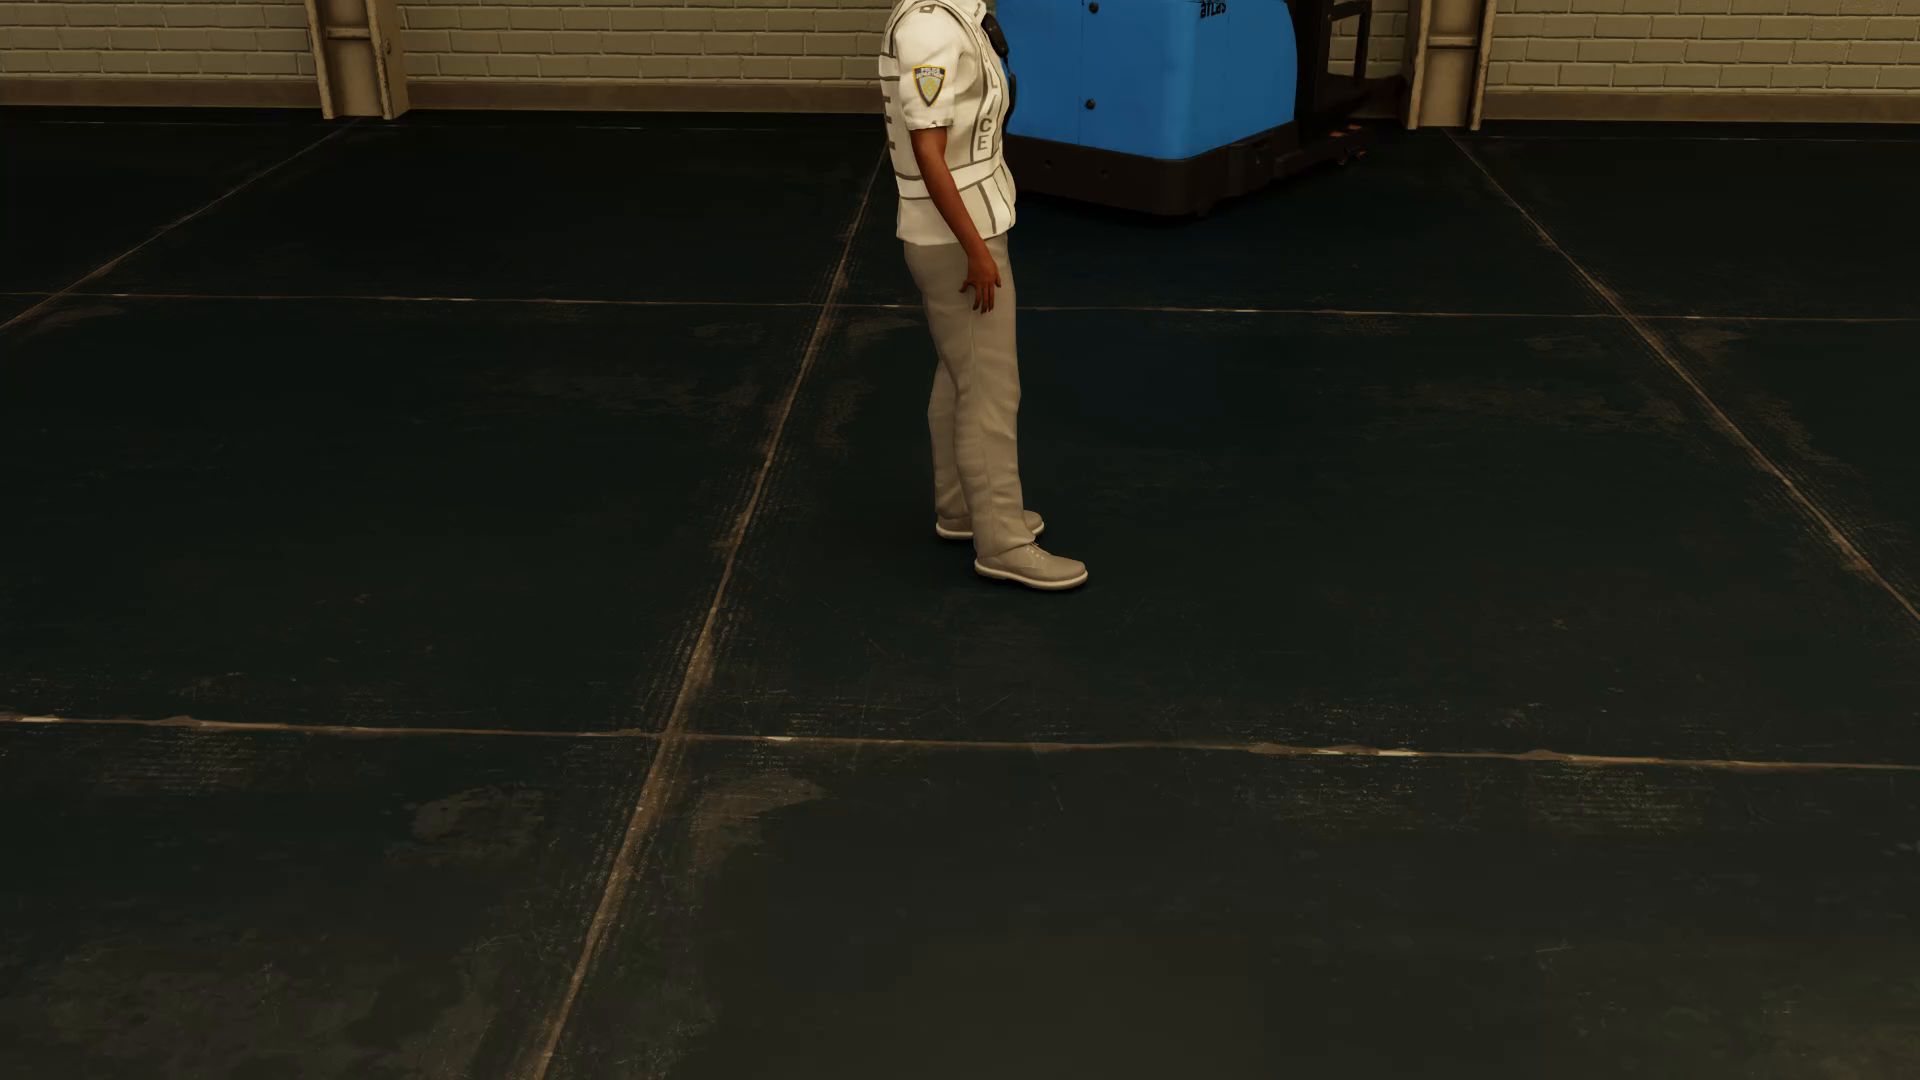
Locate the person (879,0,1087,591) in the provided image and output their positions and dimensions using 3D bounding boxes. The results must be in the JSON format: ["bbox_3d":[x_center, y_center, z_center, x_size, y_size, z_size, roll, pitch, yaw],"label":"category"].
[{"bbox_3d":[0.074,-0.756,4.123,0.530,1.694,0.569,1,26,2],"label":"person"}]

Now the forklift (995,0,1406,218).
[{"bbox_3d":[1.439,-3.306,7.911,1.130,2.935,3.031,19,32,33],"label":"forklift"}]
